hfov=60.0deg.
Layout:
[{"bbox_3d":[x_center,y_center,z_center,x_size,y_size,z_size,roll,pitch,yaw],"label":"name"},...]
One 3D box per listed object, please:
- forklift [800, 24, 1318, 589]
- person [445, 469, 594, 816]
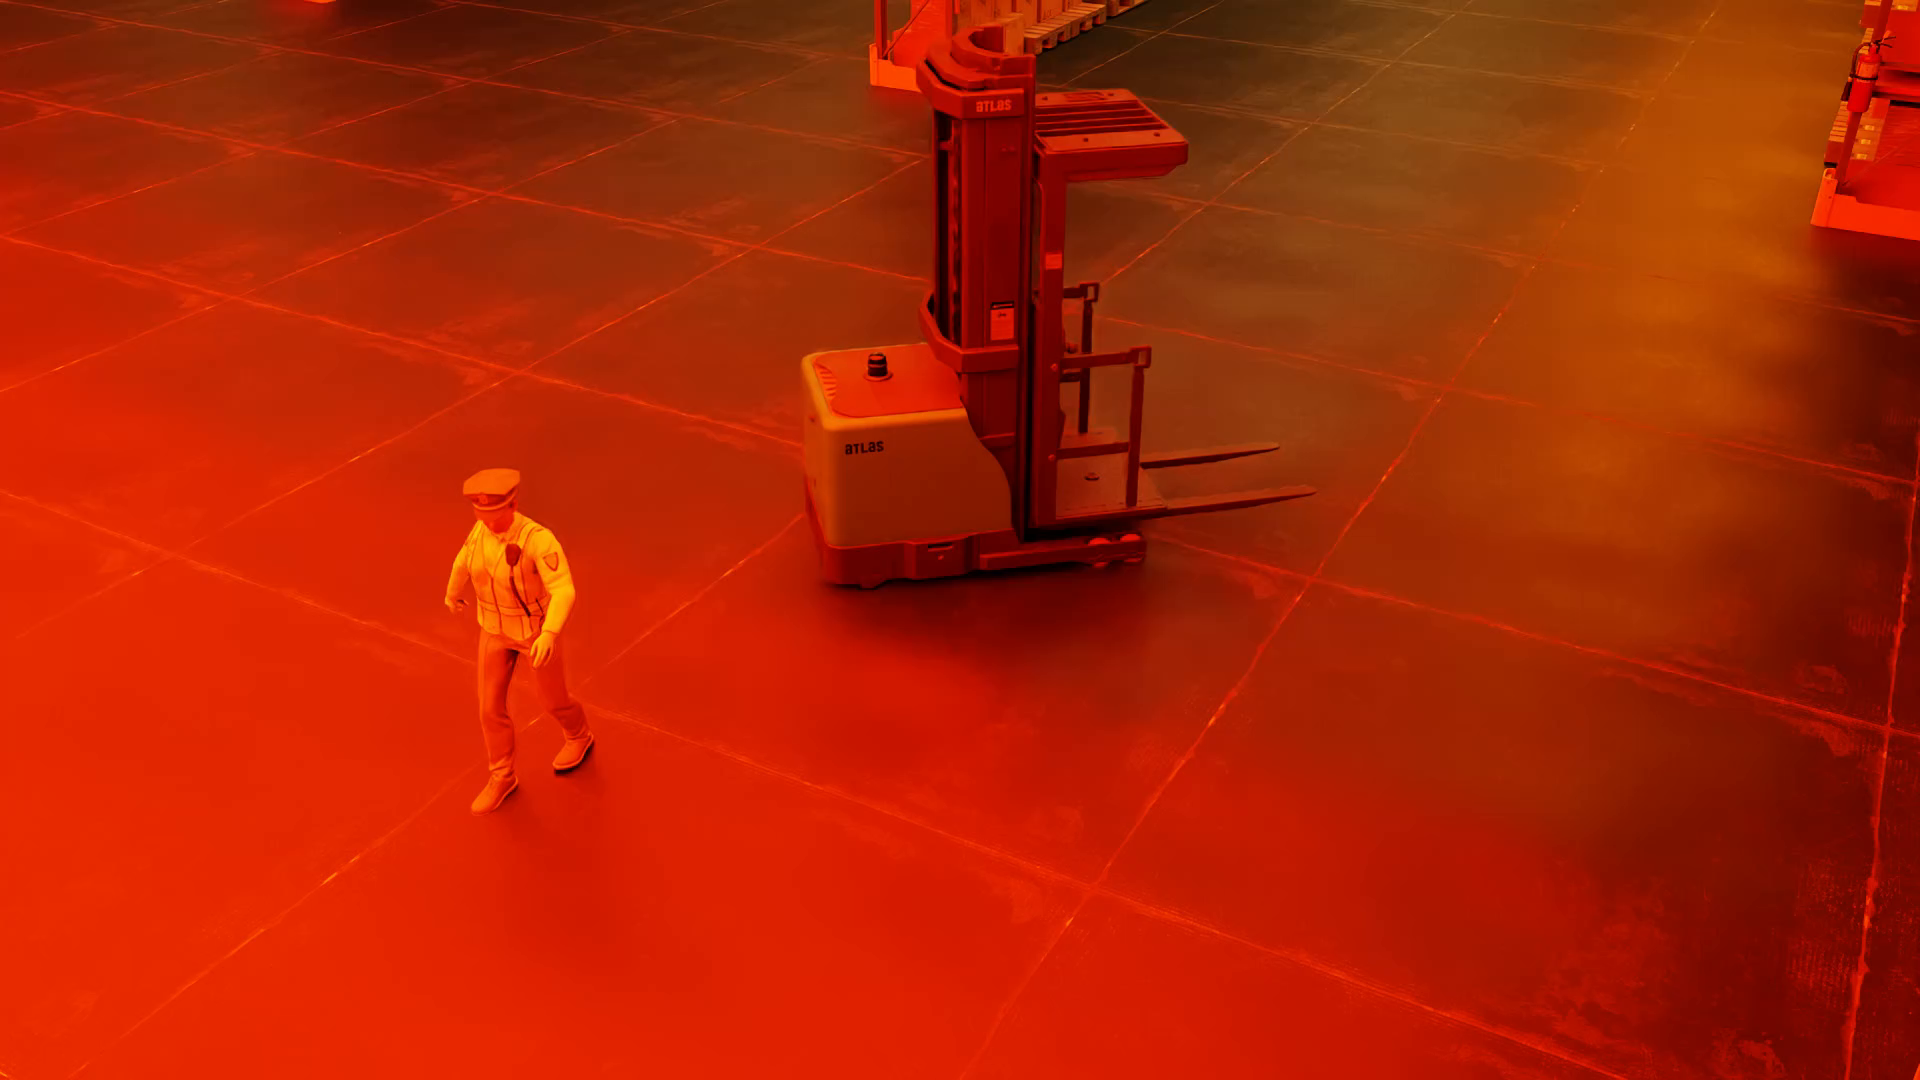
[{"bbox_3d":[0.621,-1.365,9.436,3.031,2.935,1.130,-6,31,-11],"label":"forklift"},{"bbox_3d":[-2.077,0.447,7.610,0.893,1.650,0.711,11,32,18],"label":"person"}]
